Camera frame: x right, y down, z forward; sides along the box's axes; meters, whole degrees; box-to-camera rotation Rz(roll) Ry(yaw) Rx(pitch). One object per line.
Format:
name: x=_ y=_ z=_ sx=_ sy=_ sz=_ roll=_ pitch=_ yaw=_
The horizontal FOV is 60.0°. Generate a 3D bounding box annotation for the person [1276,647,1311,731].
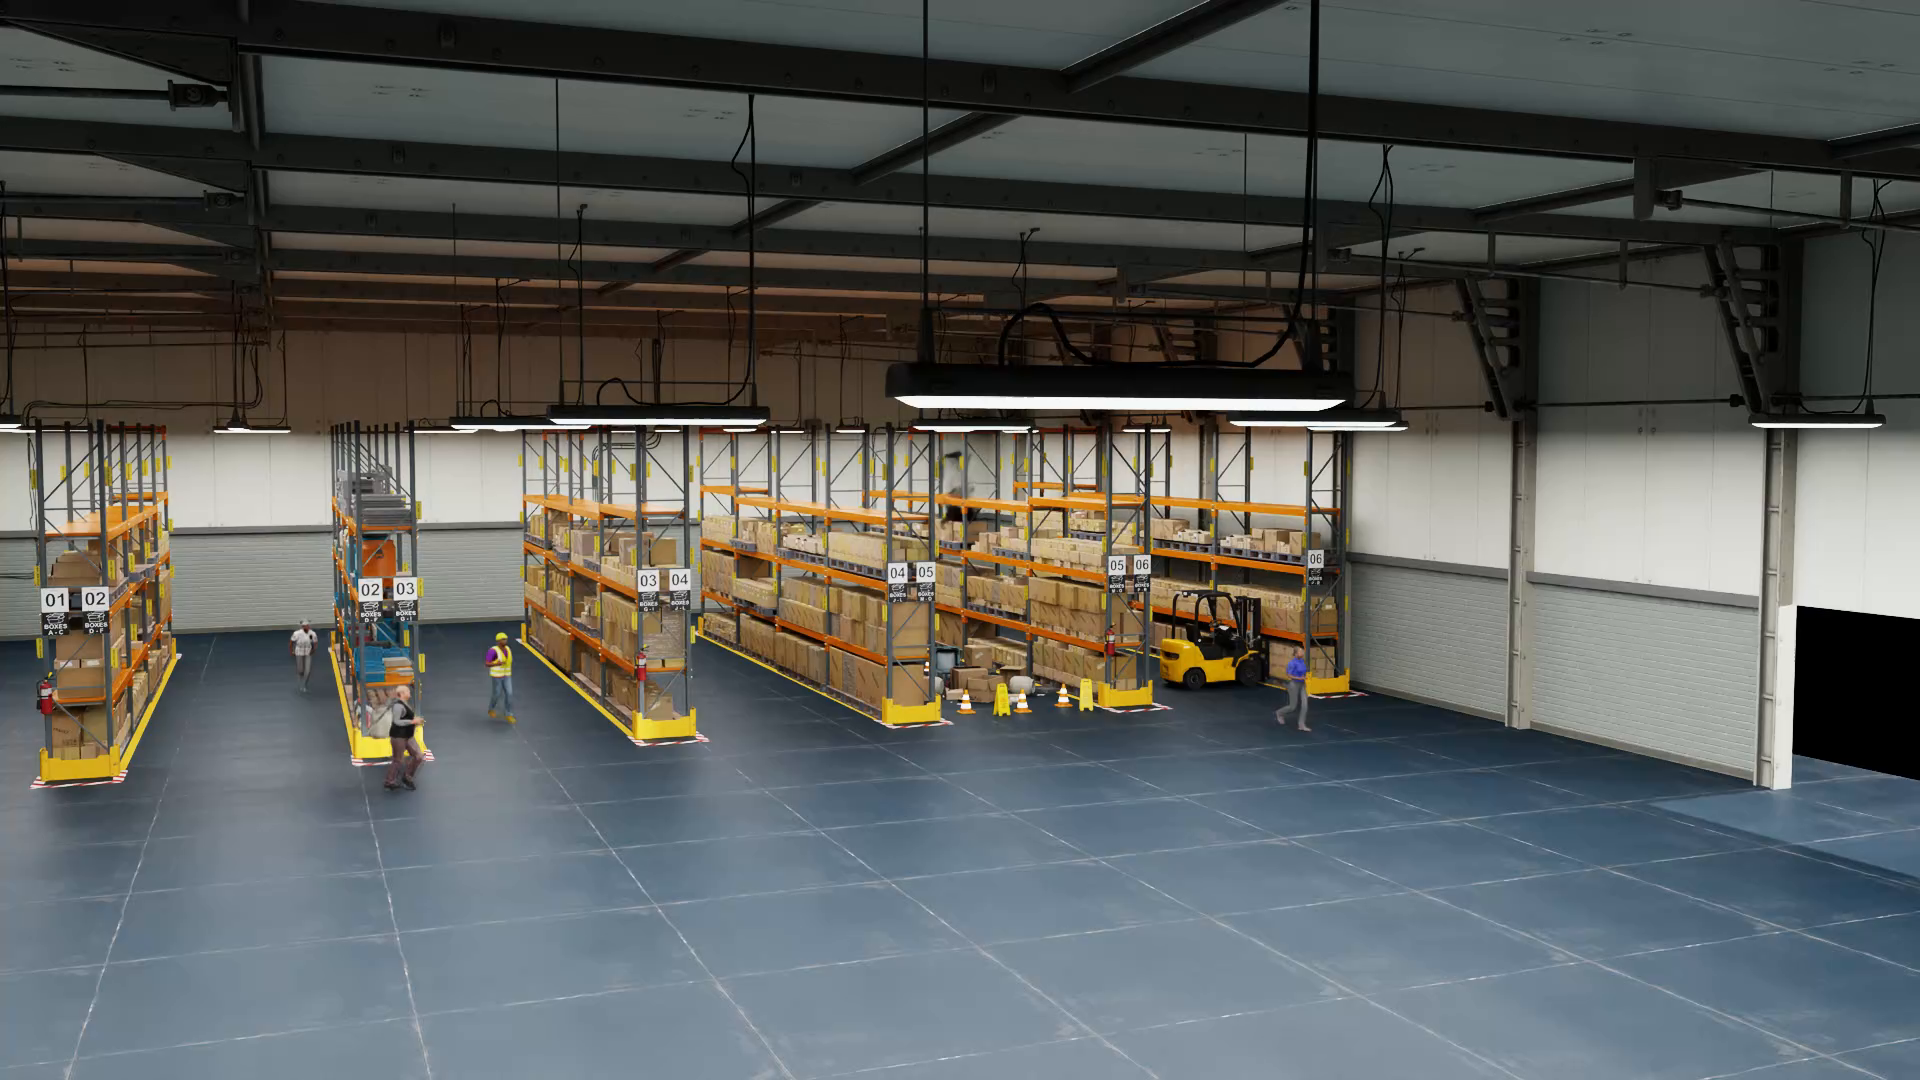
person: x=6.528 y=2.876 z=32.356 sx=0.585 sy=1.624 sz=0.788 roll=-3 pitch=5 yaw=-39

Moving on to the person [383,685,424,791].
person: x=-8.938 y=3.208 z=26.724 sx=0.727 sy=1.756 sz=0.624 roll=0 pitch=4 yaw=4

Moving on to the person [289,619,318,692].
person: x=-14.761 y=2.587 z=37.421 sx=0.606 sy=1.656 sz=0.674 roll=-2 pitch=4 yaw=-26

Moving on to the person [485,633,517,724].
person: x=-9.231 y=2.758 z=33.301 sx=0.868 sy=1.809 sz=0.670 roll=3 pitch=5 yaw=42
